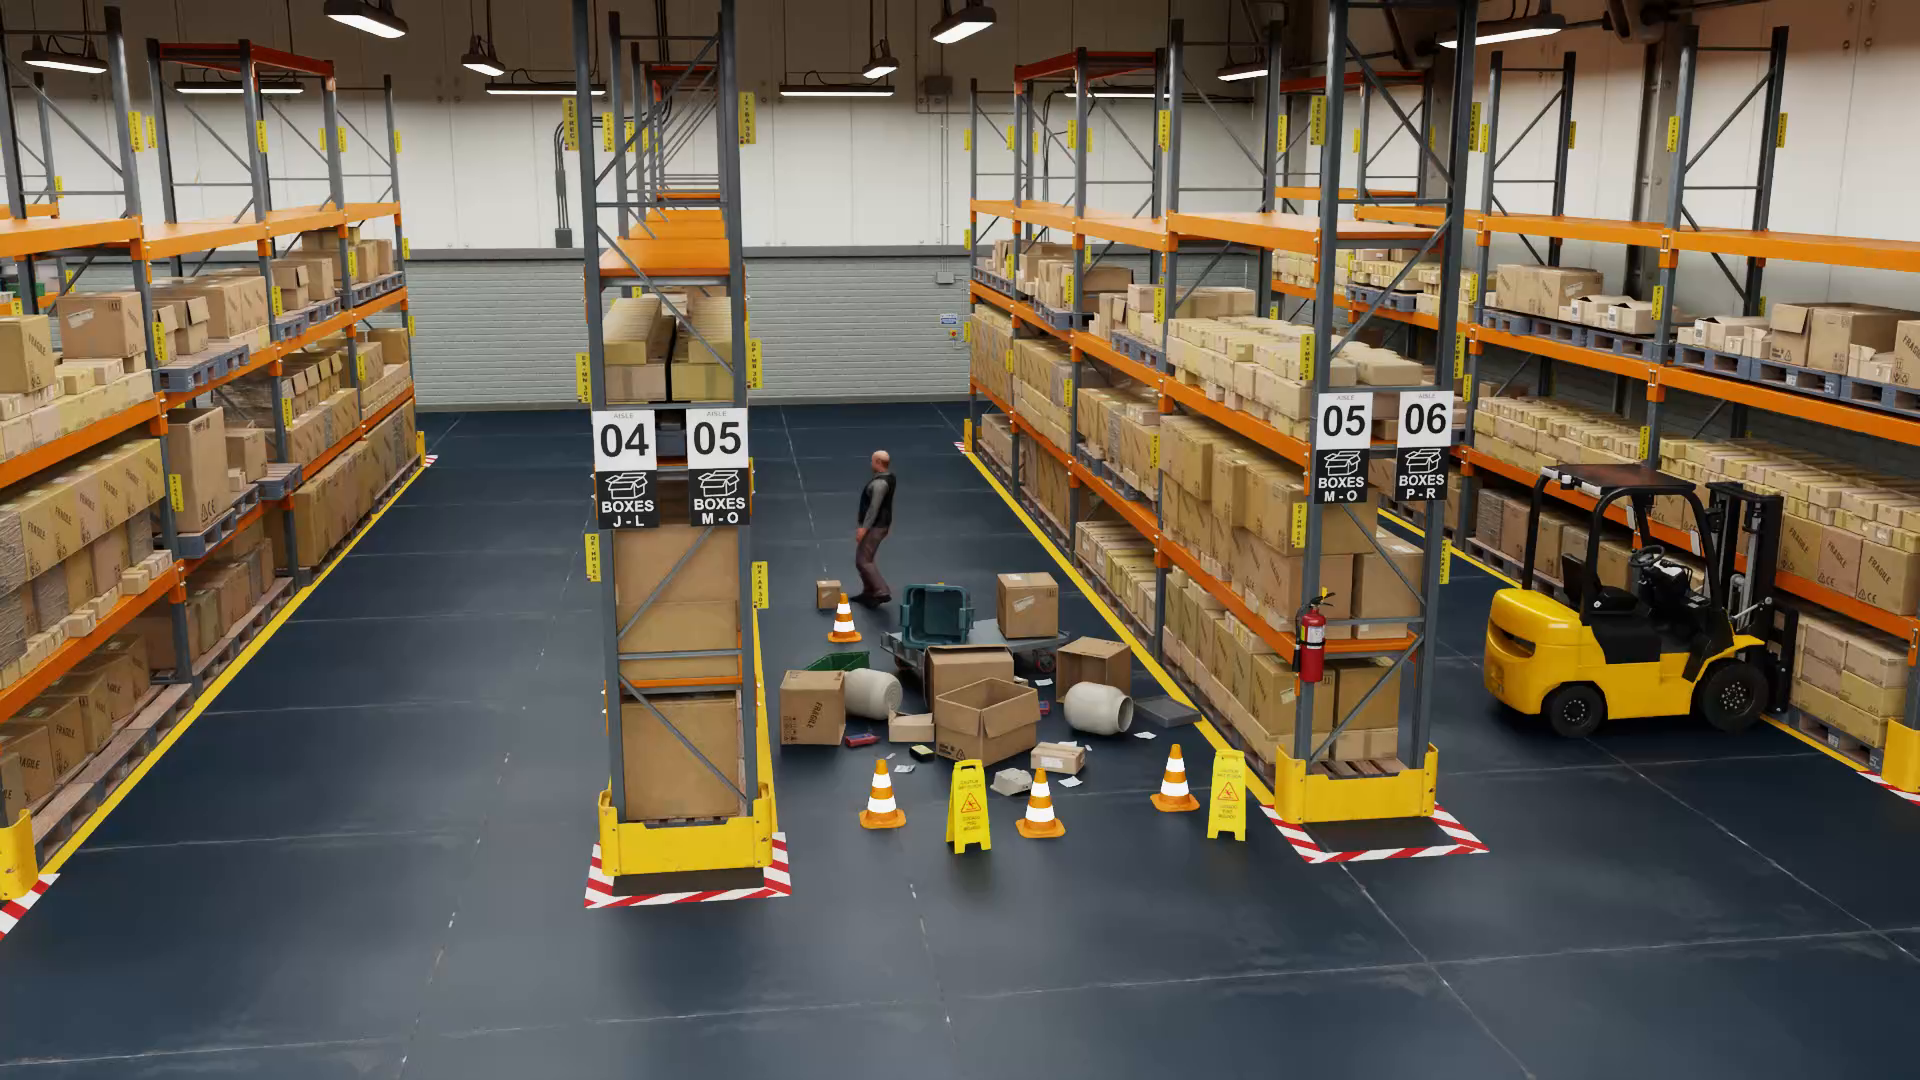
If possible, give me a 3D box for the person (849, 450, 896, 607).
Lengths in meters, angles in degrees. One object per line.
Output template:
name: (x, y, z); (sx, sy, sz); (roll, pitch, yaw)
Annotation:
person: (-0.977, -0.138, 18.165); (0.528, 1.709, 0.604); (2, 13, 7)
